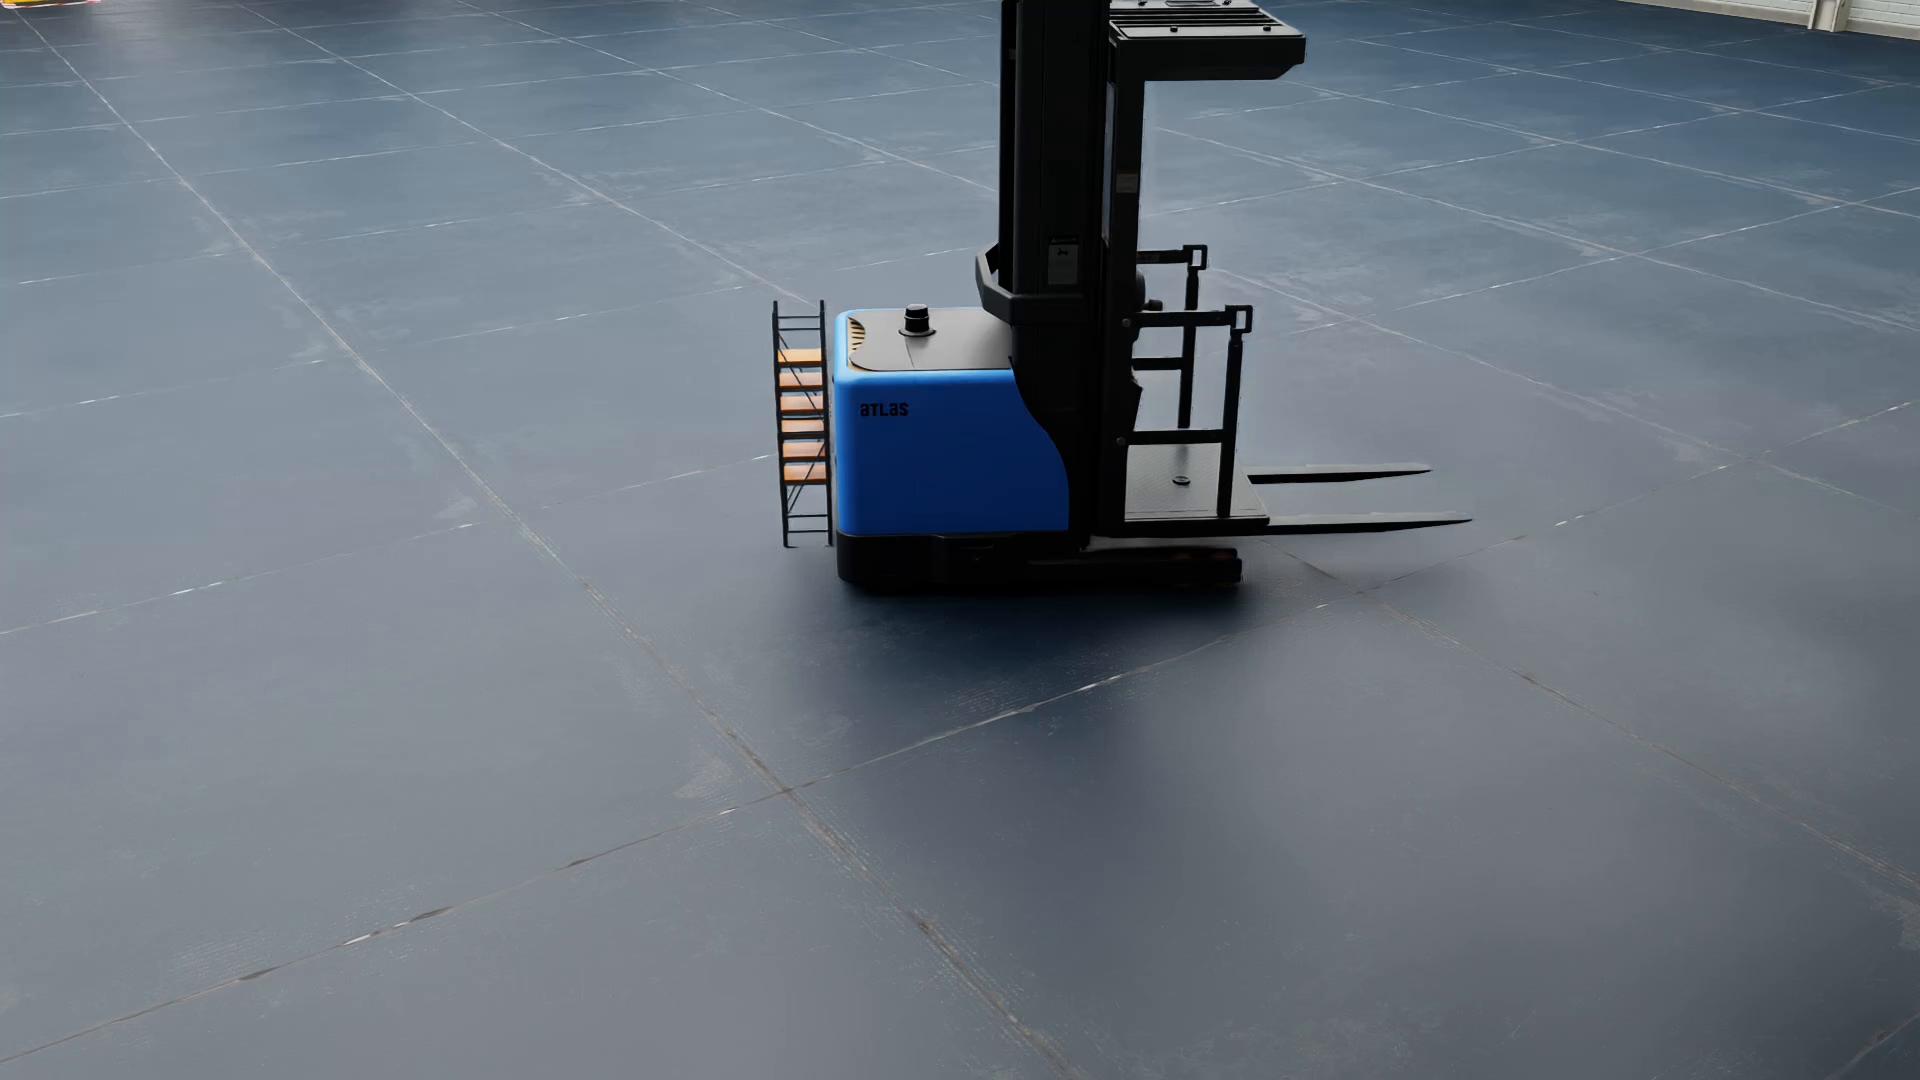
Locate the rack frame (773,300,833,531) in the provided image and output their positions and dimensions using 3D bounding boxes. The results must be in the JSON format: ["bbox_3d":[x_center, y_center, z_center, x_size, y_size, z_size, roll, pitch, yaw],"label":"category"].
[{"bbox_3d":[-0.759,-0.586,8.086,0.240,1.200,0.006,-2,25,-3],"label":"rack frame"}]

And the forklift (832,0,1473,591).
[{"bbox_3d":[0.916,-1.321,7.615,3.031,2.935,1.130,-2,25,-3],"label":"forklift"}]

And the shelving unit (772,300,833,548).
[{"bbox_3d":[-0.753,-0.547,8.003,0.258,1.200,0.189,-2,25,-3],"label":"shelving unit"}]

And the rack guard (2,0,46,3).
[{"bbox_3d":[-14.596,-8.844,26.398,1.175,0.500,0.348,-16,29,-30],"label":"rack guard"}]

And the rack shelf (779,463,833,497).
[{"bbox_3d":[-0.752,-0.290,8.125,0.258,0.103,0.180,-2,25,-3],"label":"rack shelf"}]

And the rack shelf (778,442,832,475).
[{"bbox_3d":[-0.752,-0.399,8.074,0.258,0.103,0.180,-2,25,-3],"label":"rack shelf"}]

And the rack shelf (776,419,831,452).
[{"bbox_3d":[-0.752,-0.507,8.022,0.258,0.103,0.180,-2,25,-3],"label":"rack shelf"}]

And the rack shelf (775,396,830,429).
[{"bbox_3d":[-0.753,-0.616,7.971,0.258,0.103,0.180,-2,25,-3],"label":"rack shelf"}]

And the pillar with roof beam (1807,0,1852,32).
[{"bbox_3d":[8.689,-10.310,19.549,9.100,9.000,0.400,-16,29,-30],"label":"pillar with roof beam"}]

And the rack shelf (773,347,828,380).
[{"bbox_3d":[-0.753,-0.833,7.869,0.258,0.103,0.180,-2,25,-3],"label":"rack shelf"}]

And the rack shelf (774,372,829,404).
[{"bbox_3d":[-0.753,-0.724,7.920,0.258,0.103,0.180,-2,25,-3],"label":"rack shelf"}]

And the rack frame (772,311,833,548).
[{"bbox_3d":[-0.747,-0.508,7.921,0.240,1.200,0.006,-2,25,-3],"label":"rack frame"}]
